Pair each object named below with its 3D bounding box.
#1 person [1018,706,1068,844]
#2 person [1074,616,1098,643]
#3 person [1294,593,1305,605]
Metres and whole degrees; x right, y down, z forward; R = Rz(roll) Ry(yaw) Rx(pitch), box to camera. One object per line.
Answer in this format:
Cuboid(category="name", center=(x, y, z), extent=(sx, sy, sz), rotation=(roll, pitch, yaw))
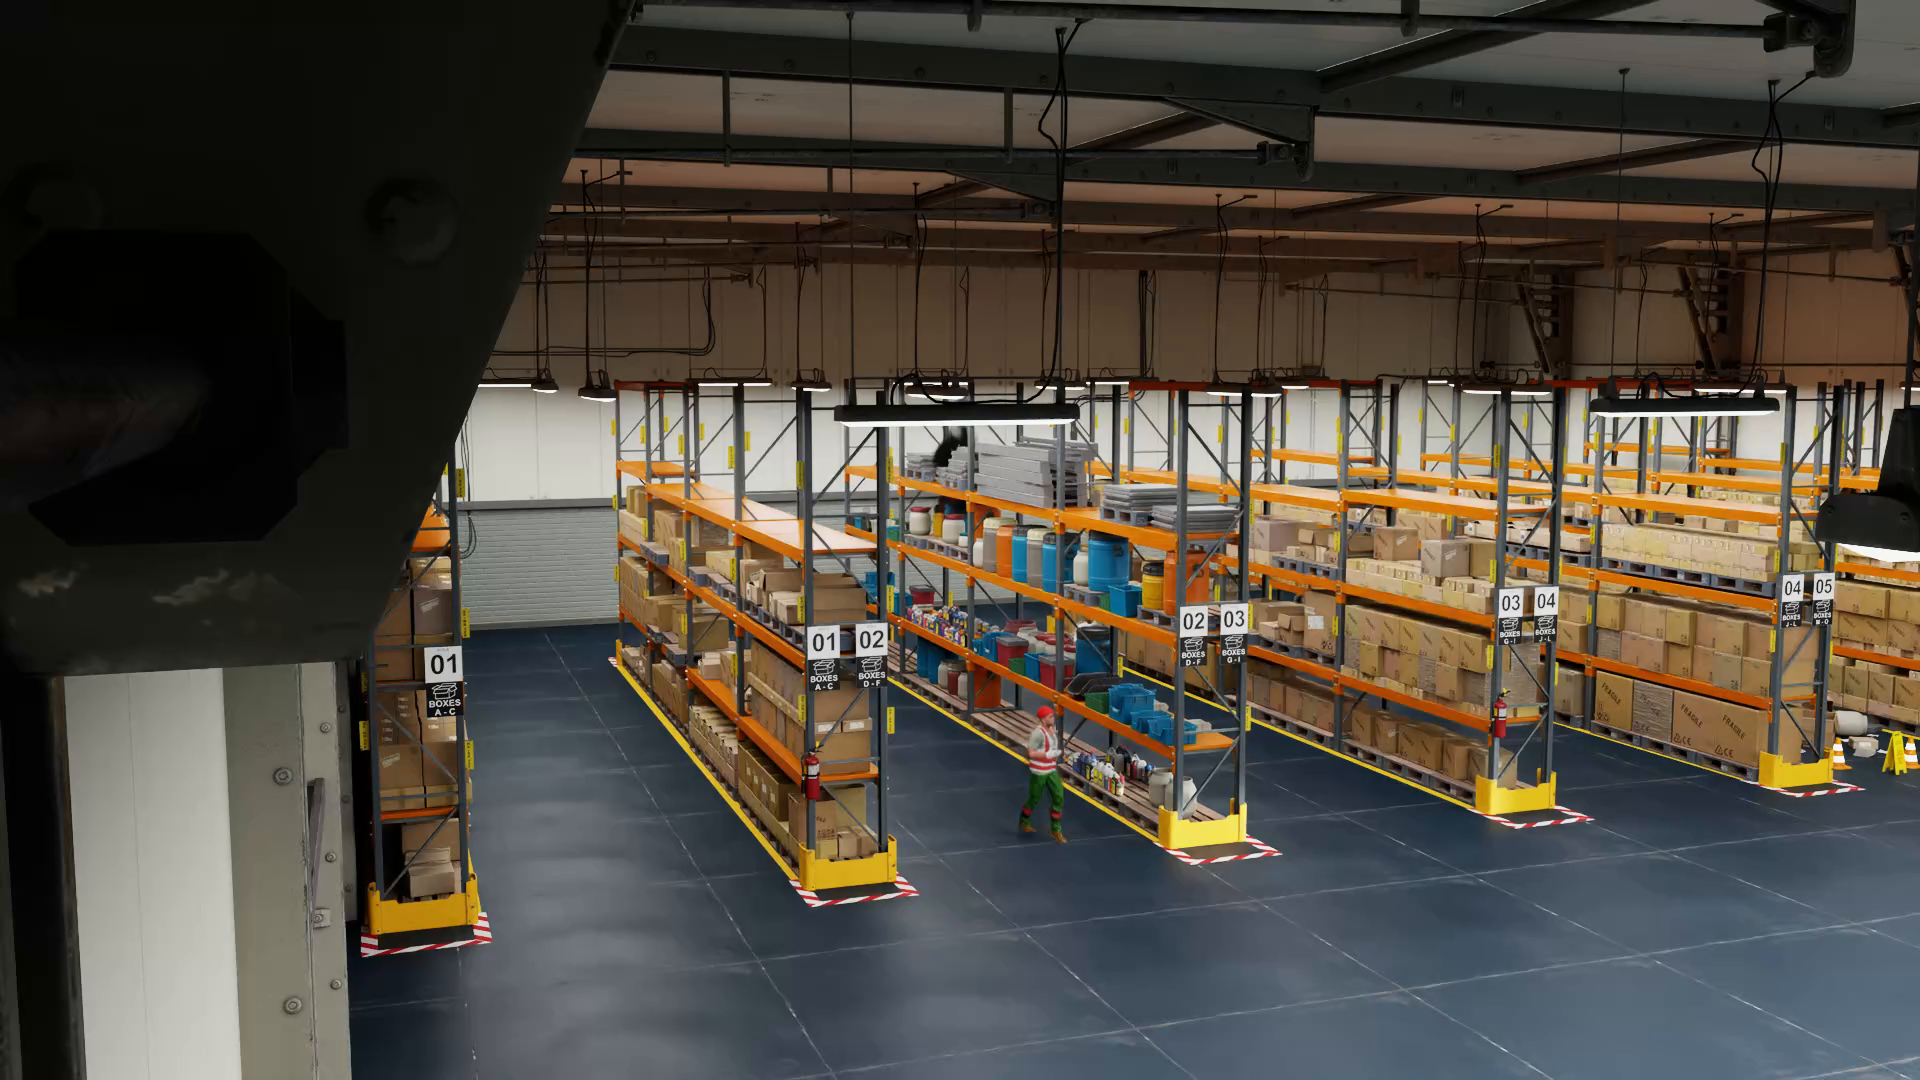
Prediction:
Cuboid(category="person", center=(1.077, 3.118, 22.104), extent=(0.792, 1.851, 0.616), rotation=(5, 8, 40))
Cuboid(category="person", center=(2.391, 2.062, 30.598), extent=(0.612, 1.658, 0.548), rotation=(-3, 7, -25))
Cuboid(category="person", center=(8.515, 1.186, 40.962), extent=(0.786, 1.694, 0.657), rotation=(6, 8, 43))
